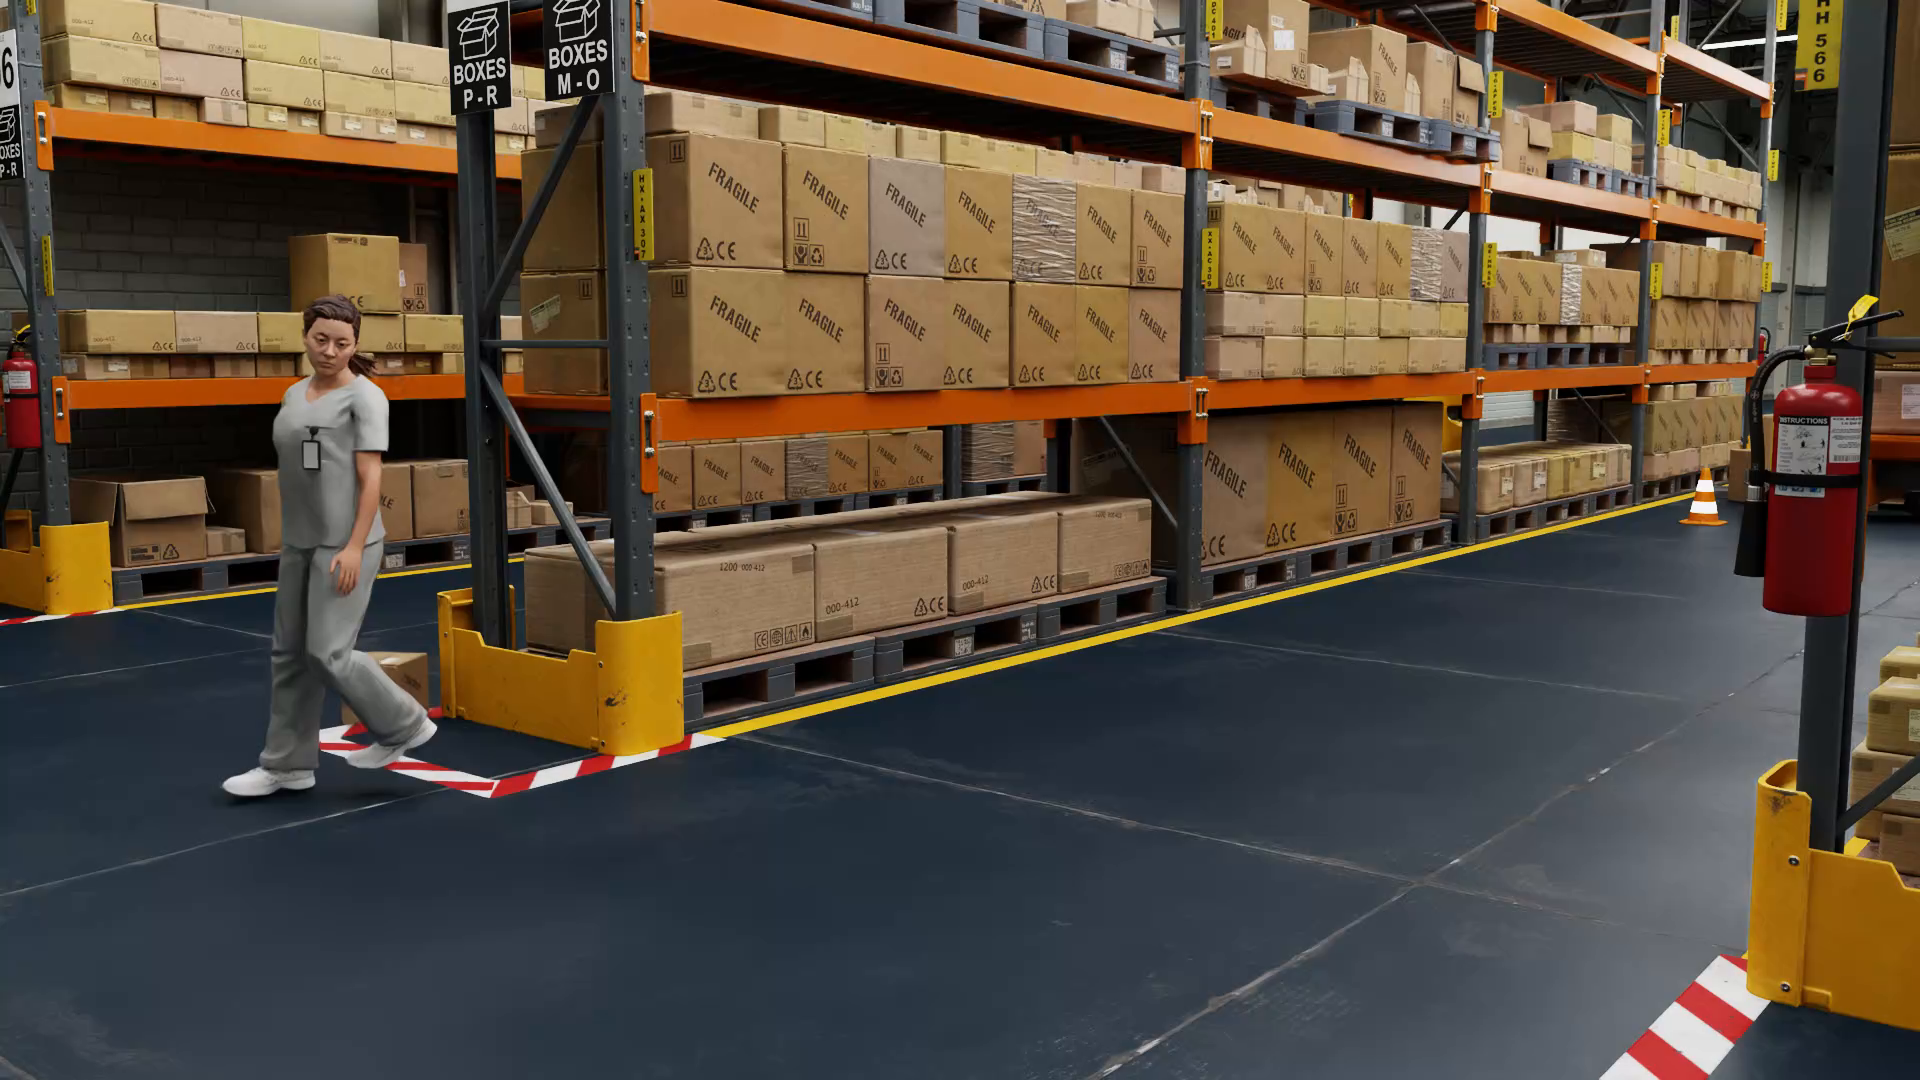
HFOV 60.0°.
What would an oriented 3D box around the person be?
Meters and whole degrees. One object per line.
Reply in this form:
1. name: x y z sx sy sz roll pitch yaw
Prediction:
1. person: -2.088 0.024 5.502 0.533 1.655 0.550 4 8 28
